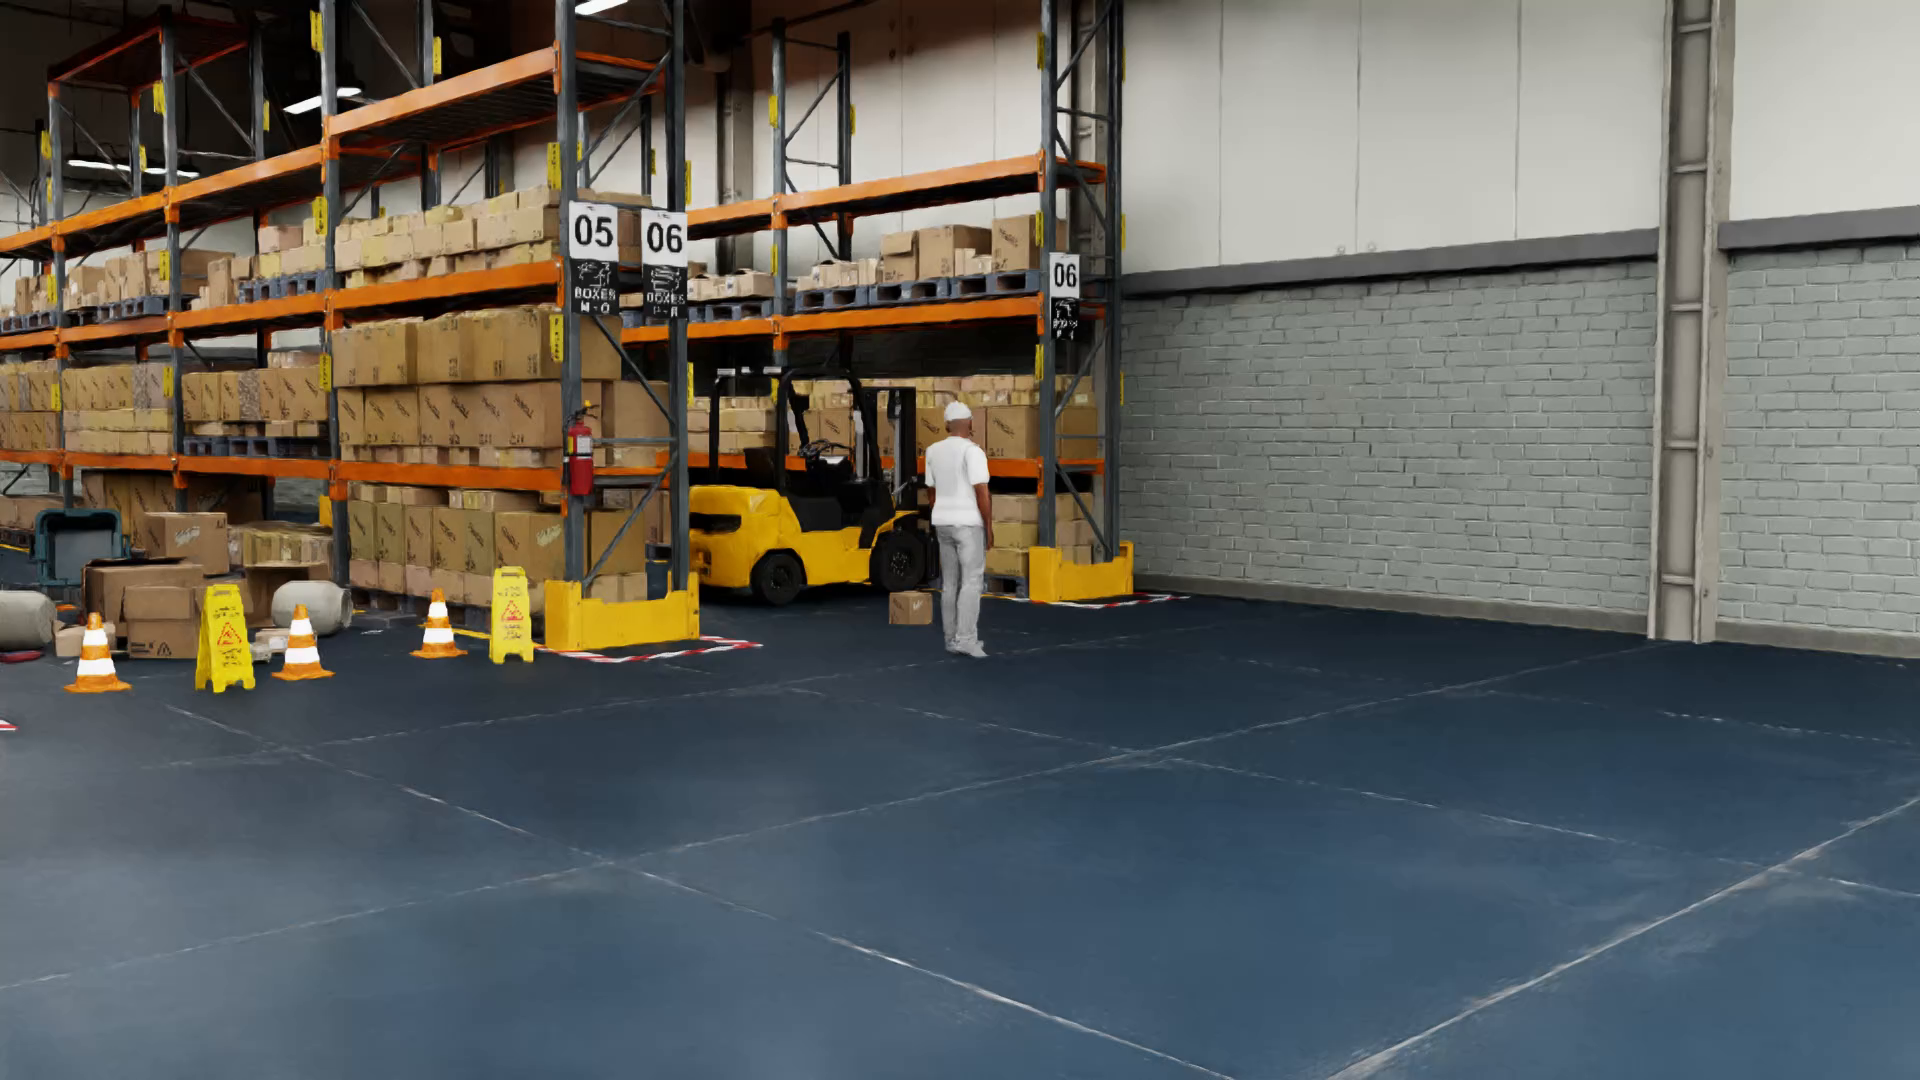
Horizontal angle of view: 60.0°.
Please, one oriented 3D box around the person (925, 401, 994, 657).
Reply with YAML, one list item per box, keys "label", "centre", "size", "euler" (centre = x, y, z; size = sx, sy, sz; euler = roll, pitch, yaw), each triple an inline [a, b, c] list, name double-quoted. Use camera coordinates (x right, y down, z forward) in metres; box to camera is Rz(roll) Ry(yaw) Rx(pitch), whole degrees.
- label: "person"
  centre: [0.028, -0.058, 11.758]
  size: [0.606, 1.847, 0.423]
  euler: [4, 5, 44]
